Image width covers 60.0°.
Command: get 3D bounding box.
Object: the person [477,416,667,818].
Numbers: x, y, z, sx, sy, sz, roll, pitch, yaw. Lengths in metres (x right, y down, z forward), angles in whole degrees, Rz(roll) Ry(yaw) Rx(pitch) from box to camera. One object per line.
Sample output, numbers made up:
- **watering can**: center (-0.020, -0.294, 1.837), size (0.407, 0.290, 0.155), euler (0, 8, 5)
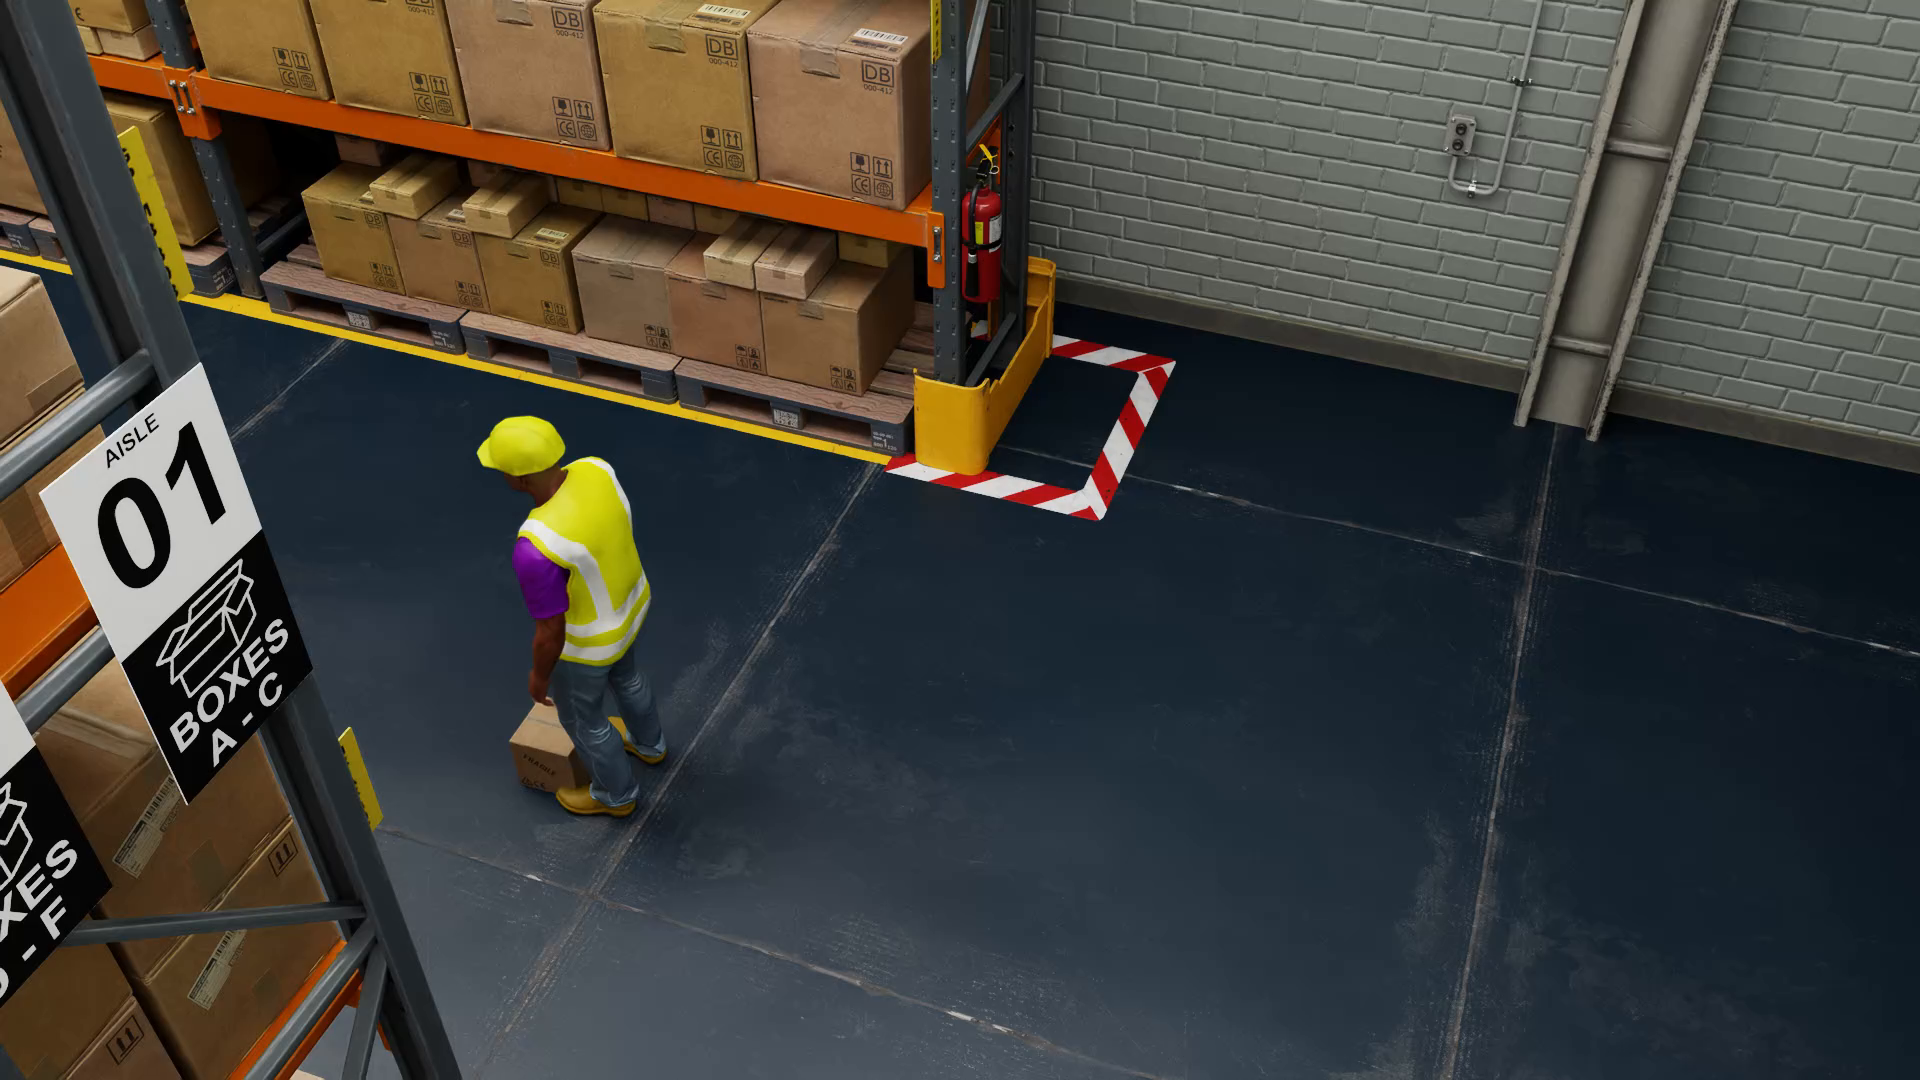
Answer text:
- **person**: center (-1.324, 0.280, 5.825), size (0.454, 1.761, 0.636), euler (12, 43, 13)
